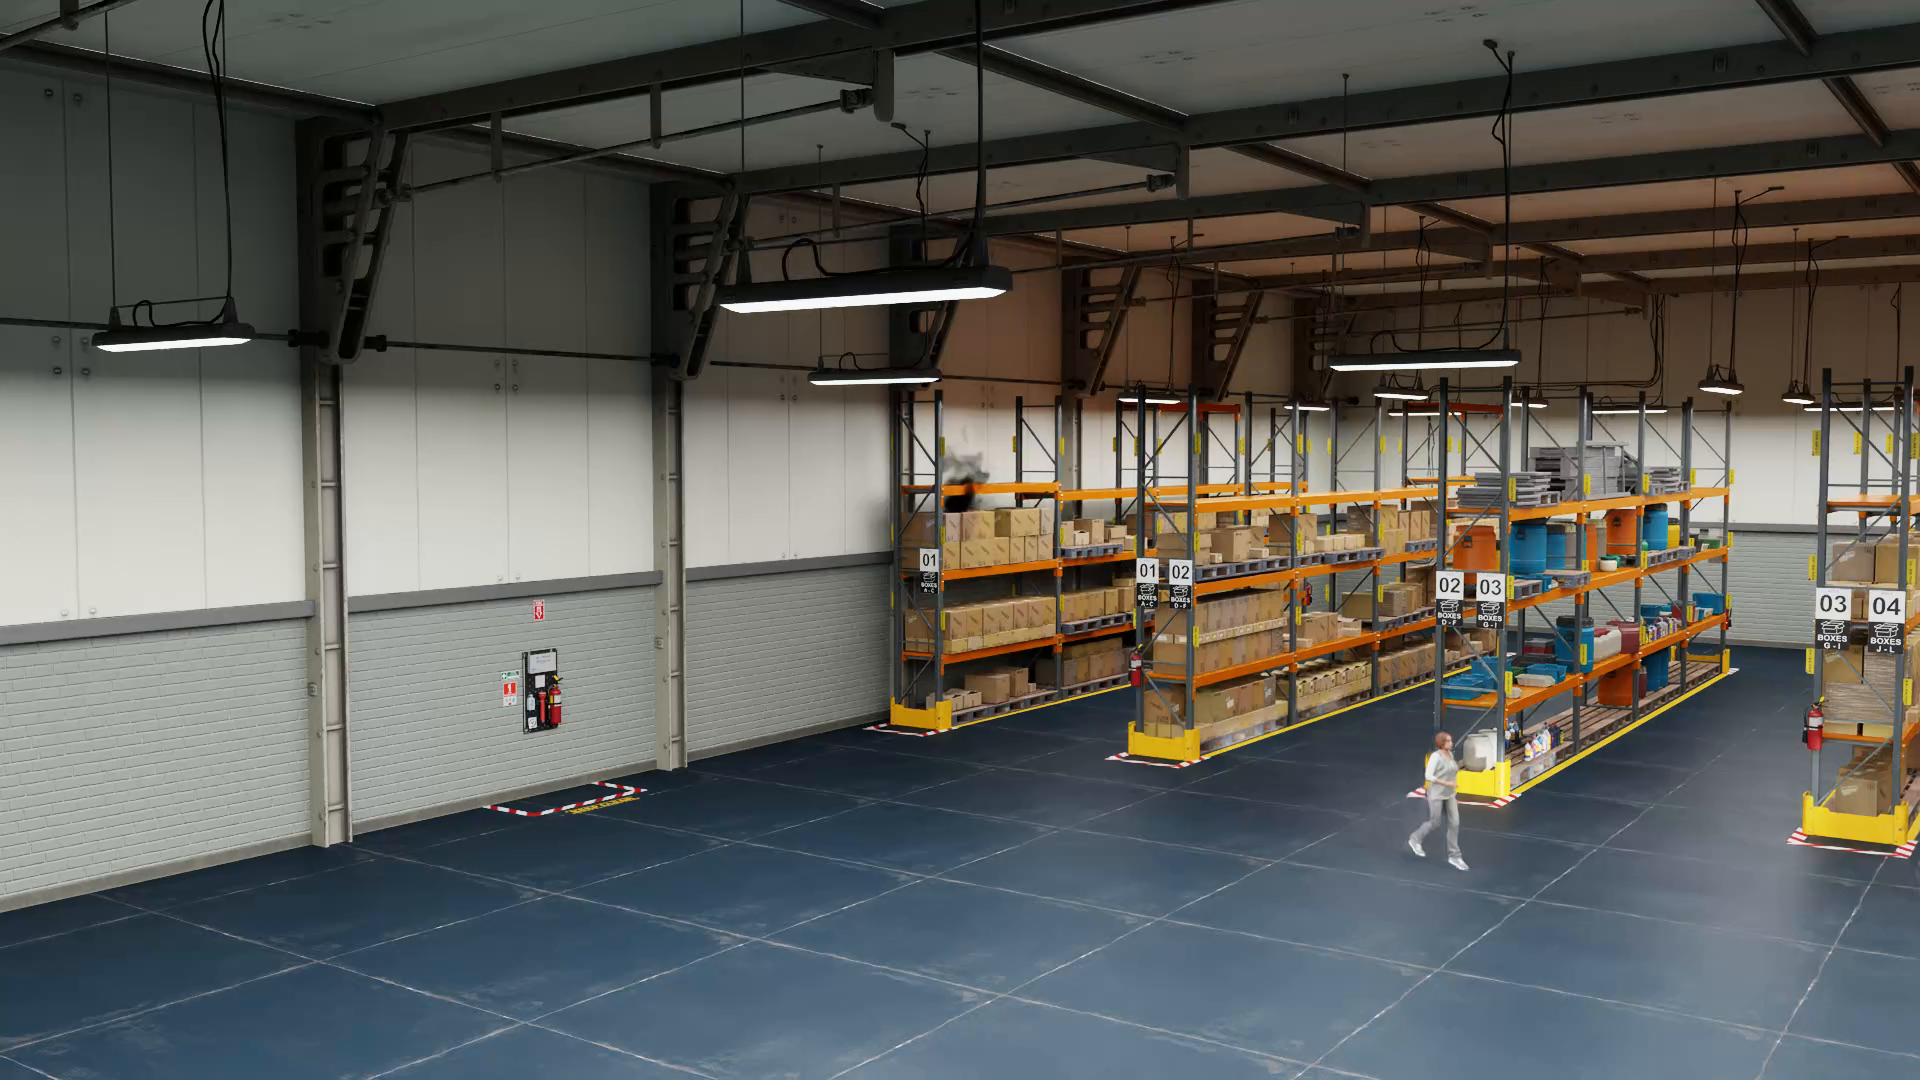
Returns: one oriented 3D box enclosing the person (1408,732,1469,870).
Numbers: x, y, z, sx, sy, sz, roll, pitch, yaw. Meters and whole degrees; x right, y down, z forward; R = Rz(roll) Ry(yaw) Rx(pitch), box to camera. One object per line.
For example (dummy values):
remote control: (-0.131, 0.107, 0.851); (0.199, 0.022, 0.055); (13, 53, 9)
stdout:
person: (5.723, 3.129, 19.880); (0.537, 1.513, 0.820); (-2, 4, -34)
